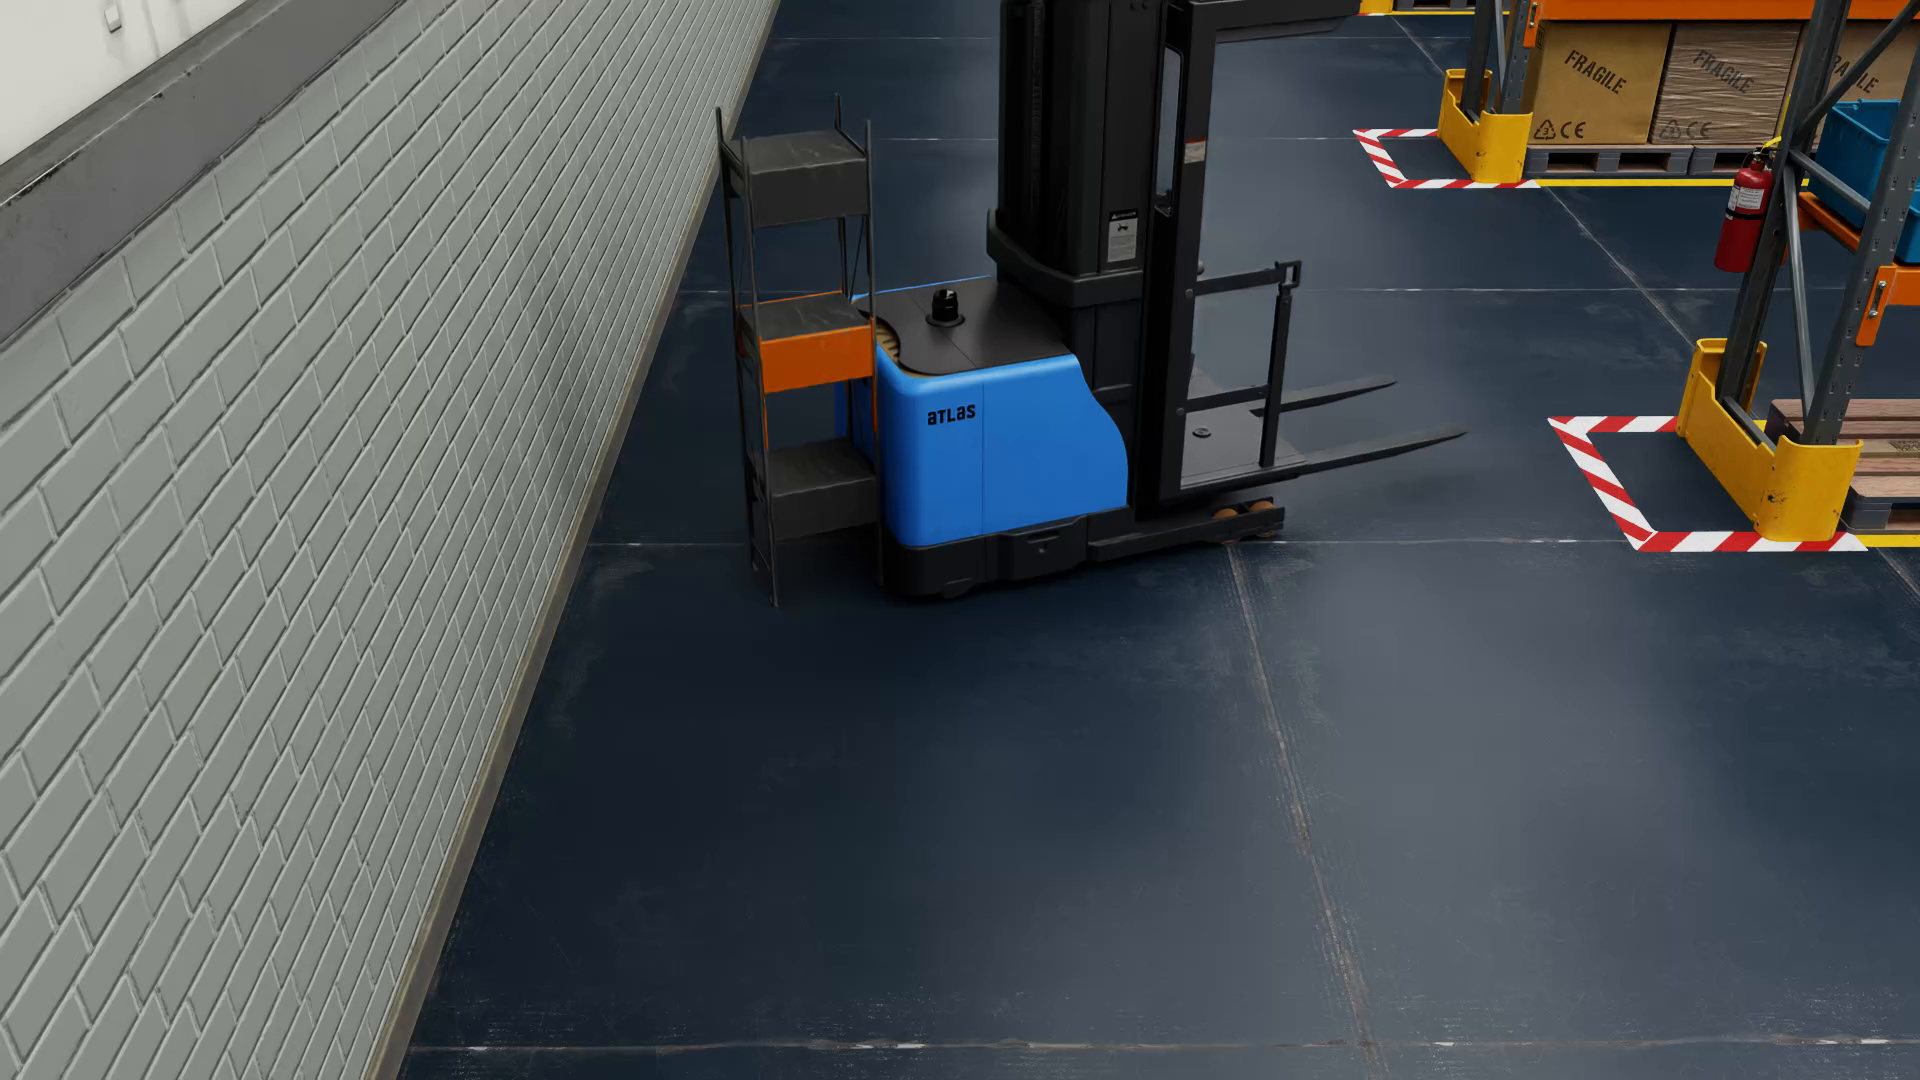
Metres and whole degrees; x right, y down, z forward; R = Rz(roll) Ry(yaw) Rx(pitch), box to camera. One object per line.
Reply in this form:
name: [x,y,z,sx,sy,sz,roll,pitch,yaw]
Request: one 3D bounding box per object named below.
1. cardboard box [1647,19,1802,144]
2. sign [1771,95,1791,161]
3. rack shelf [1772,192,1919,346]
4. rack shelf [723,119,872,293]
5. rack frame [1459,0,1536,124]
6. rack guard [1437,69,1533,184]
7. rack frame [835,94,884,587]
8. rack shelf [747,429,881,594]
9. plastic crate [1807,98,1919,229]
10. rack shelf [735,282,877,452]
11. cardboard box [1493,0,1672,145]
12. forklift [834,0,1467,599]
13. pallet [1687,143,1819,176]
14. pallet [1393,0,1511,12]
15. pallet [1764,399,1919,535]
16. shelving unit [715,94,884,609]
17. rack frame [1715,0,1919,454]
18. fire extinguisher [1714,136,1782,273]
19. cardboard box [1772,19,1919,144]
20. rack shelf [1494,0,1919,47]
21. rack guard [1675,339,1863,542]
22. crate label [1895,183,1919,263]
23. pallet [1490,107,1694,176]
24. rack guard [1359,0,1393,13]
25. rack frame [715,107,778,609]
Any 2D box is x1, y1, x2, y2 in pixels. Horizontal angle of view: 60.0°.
cardboard box: [5.455,-3.471,12.223,0.875,0.875,0.875,0,31,0]
sign: [3.916,-1.939,7.898,0.005,0.325,0.100,0,31,0]
rack shelf: [5.935,-1.283,7.667,4.000,0.370,1.077,0,31,0]
rack shelf: [-0.648,-1.329,6.592,0.480,0.518,0.431,-12,33,-18]
rack frame: [3.906,-4.154,11.704,0.127,3.000,1.000,0,31,0]
rack guard: [3.882,-3.085,12.352,0.348,0.500,1.175,0,31,0]
rack frame: [-0.420,-0.788,7.024,0.015,2.100,0.400,-12,33,-18]
rack shelf: [-0.648,-0.132,7.318,0.480,0.518,0.431,-12,33,-18]
plastic crate: [4.269,-1.723,7.606,0.499,0.435,0.616,0,31,0]
rack shelf: [-0.648,-0.730,6.955,0.480,0.518,0.431,-12,33,-18]
cardboard box: [4.545,-3.468,12.218,0.875,0.875,0.875,0,31,0]
forklift: [0.975,-1.472,7.350,3.031,2.935,1.130,-12,33,-18]
pallet: [5.922,-3.007,12.502,1.213,0.211,1.003,0,31,0]
pallet: [4.865,-5.519,16.643,1.213,0.211,1.003,0,31,0]
pallet: [4.760,-0.375,8.164,1.213,0.211,1.003,0,31,0]
shelving unit: [-0.648,-0.742,6.948,0.503,2.100,0.431,-12,33,-18]
rack frame: [3.935,-1.584,7.470,0.127,3.000,1.000,0,31,0]
fire extinguisher: [3.782,-1.627,7.974,0.183,0.674,0.296,0,31,0]
cardboard box: [6.345,-3.474,12.227,0.875,0.875,0.875,0,31,0]
rack shelf: [5.905,-3.852,11.901,4.000,0.370,1.077,0,31,0]
rack guard: [3.911,-0.509,8.107,0.348,0.500,1.175,0,31,0]
crate label: [4.184,-1.369,7.217,0.303,0.233,0.416,0,31,0]
pallet: [4.705,-3.004,12.498,1.213,0.211,1.003,0,31,0]
rack guard: [4.053,-5.658,16.594,0.348,0.500,1.175,0,31,0]
rack frame: [-0.875,-0.696,6.872,0.015,2.100,0.400,-12,33,-18]
